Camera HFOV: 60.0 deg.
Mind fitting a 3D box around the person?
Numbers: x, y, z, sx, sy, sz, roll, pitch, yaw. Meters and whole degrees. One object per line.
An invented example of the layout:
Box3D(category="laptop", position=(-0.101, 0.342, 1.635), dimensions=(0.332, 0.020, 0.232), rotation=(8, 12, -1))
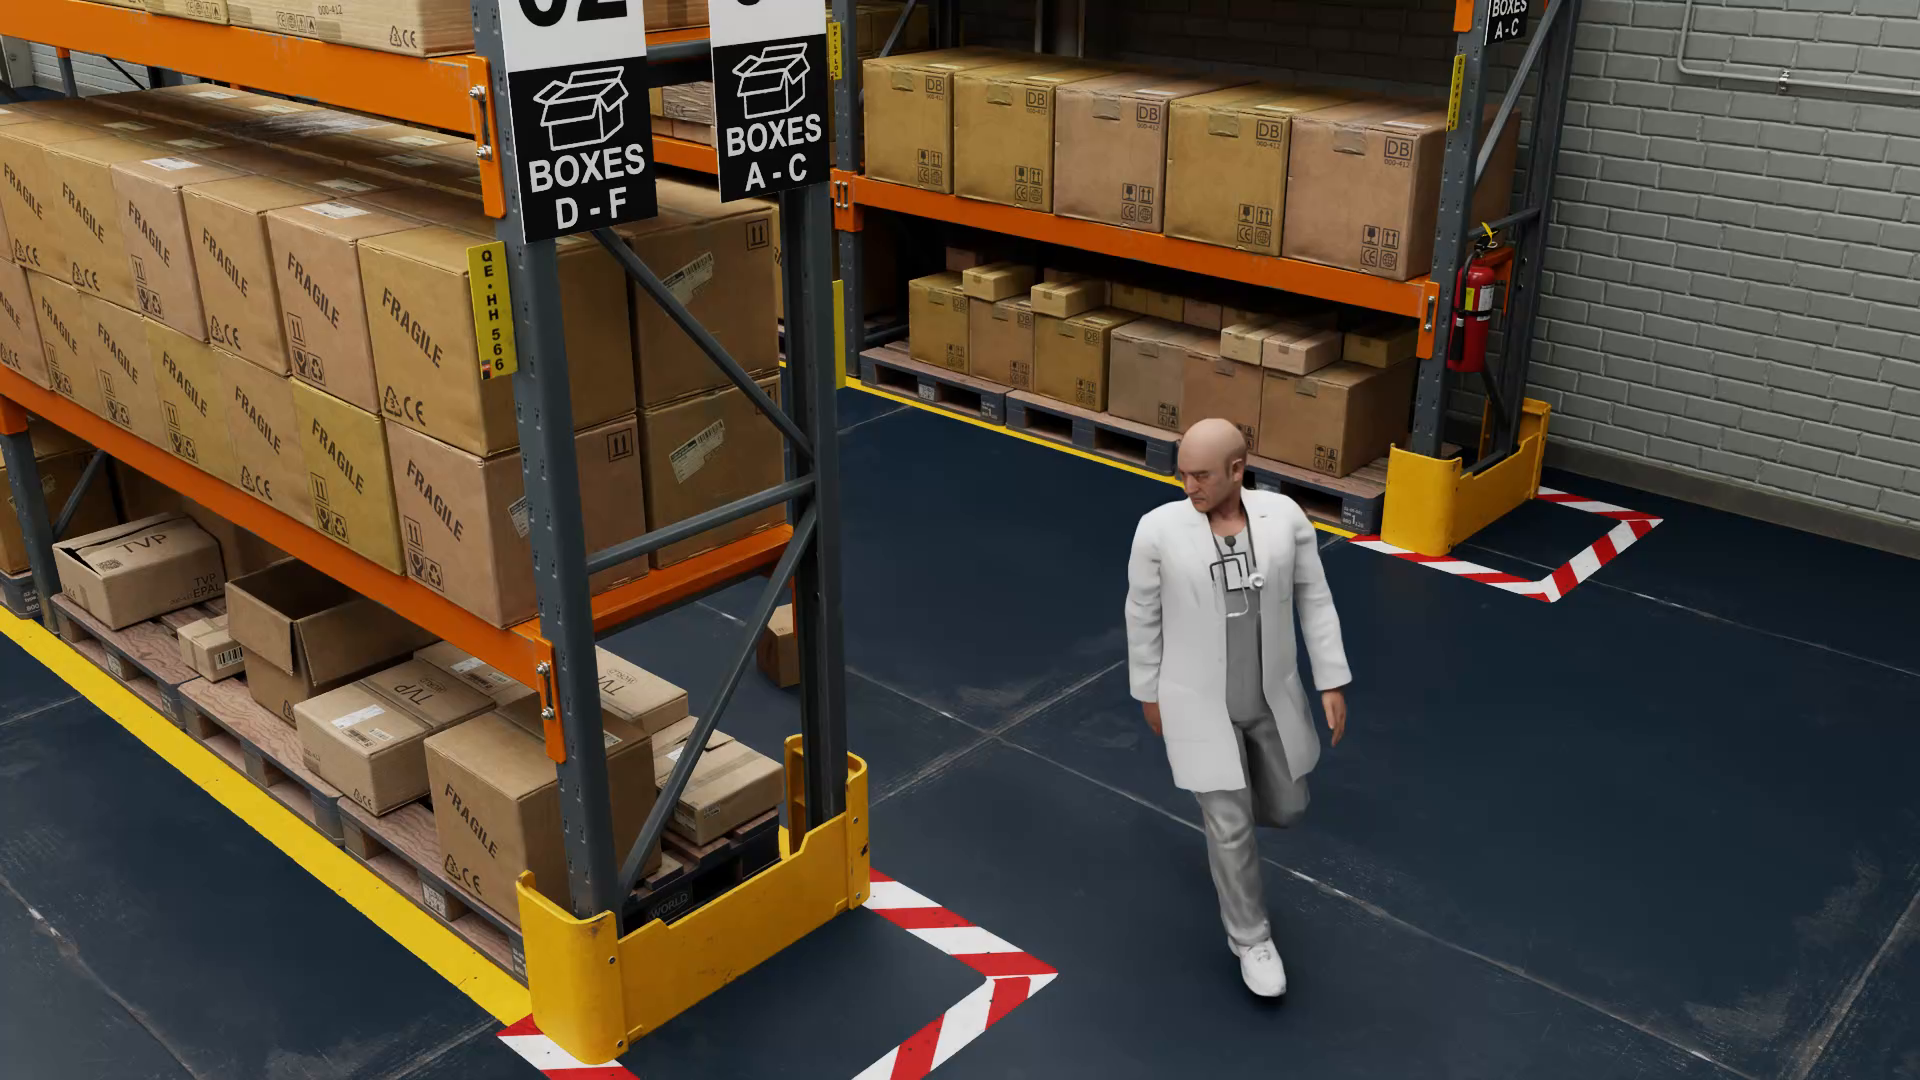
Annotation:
Box3D(category="person", position=(0.829, 0.456, 5.038), dimensions=(0.651, 1.748, 0.815), rotation=(-5, 24, -11))
